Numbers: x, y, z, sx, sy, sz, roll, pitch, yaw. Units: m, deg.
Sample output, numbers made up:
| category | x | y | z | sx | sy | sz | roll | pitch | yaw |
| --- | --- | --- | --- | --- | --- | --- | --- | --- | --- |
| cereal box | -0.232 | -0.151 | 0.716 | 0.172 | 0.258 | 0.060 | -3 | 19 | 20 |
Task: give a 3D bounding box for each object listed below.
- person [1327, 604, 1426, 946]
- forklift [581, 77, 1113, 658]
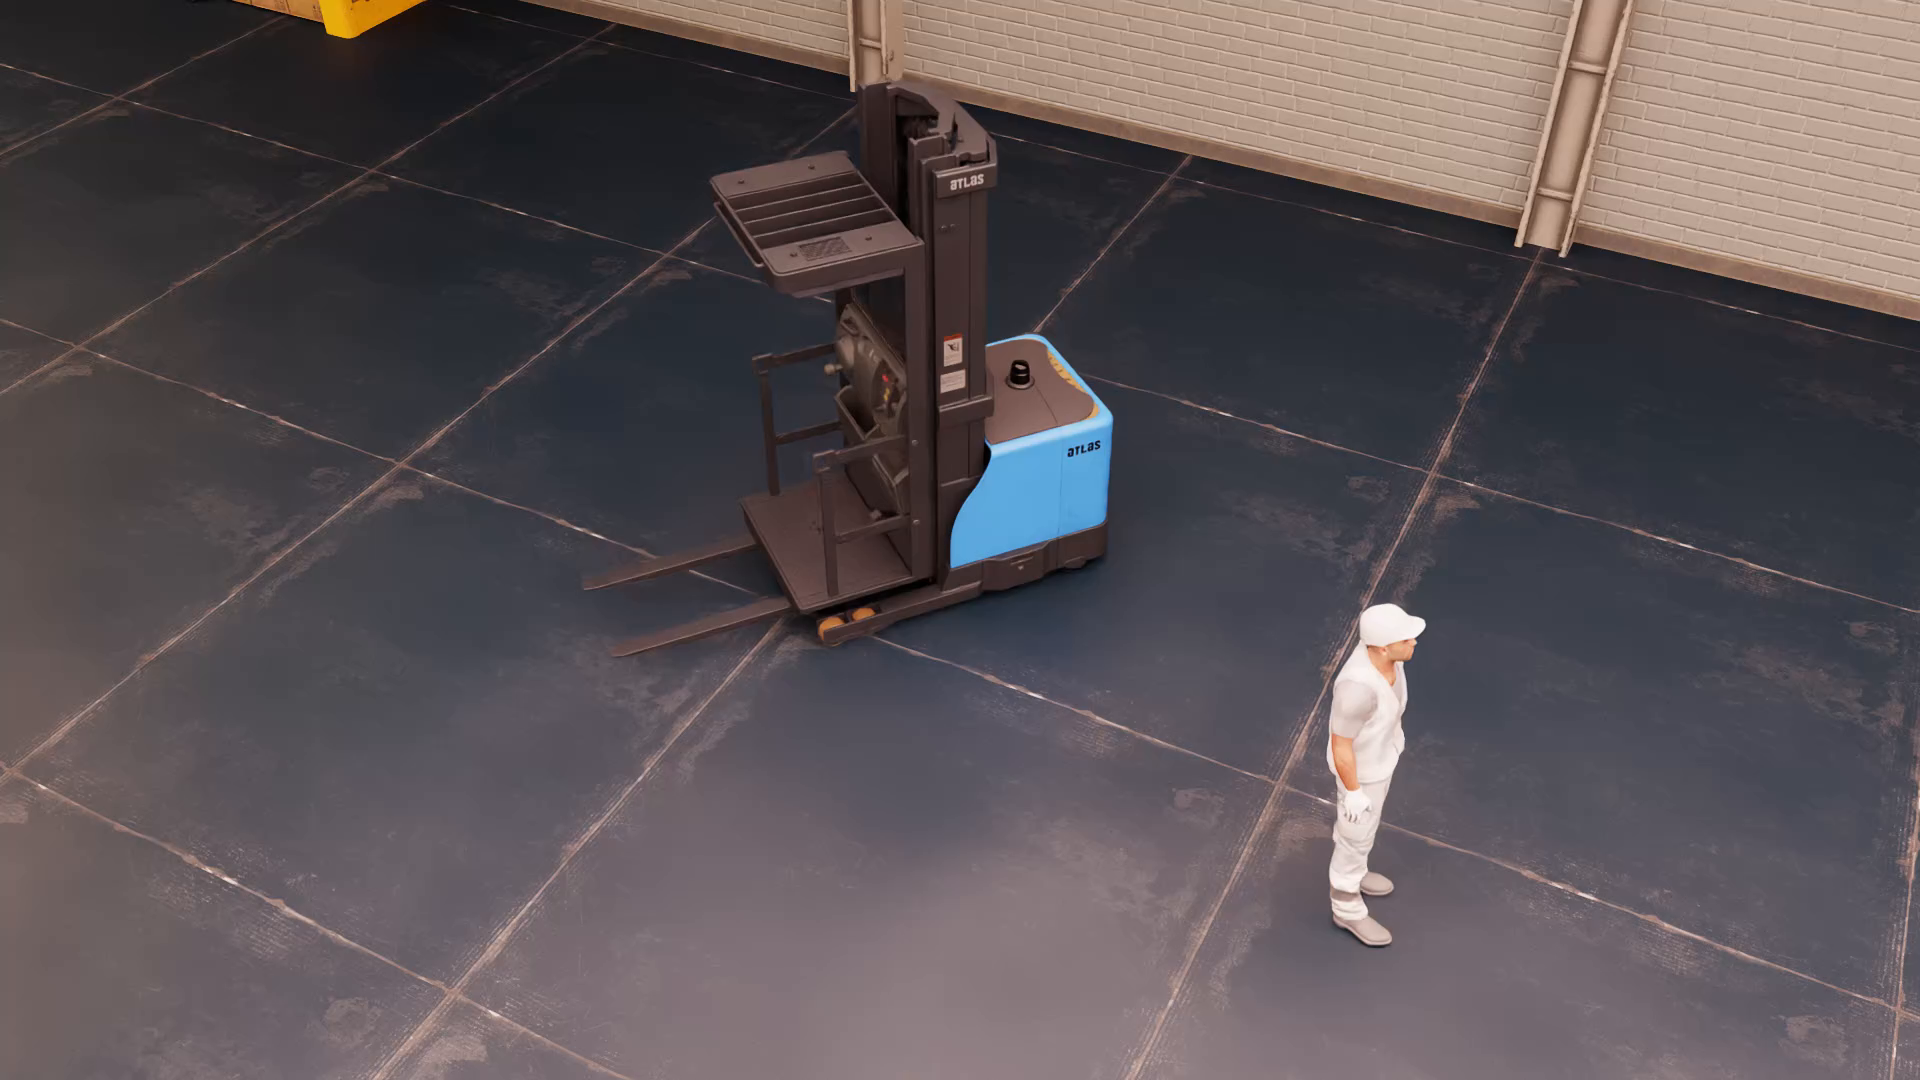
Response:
| category | x | y | z | sx | sy | sz | roll | pitch | yaw |
| --- | --- | --- | --- | --- | --- | --- | --- | --- | --- |
| person | 1.932 | 1.040 | 7.633 | 0.541 | 1.792 | 0.636 | 19 | 44 | 21 |
| forklift | -0.674 | -0.901 | 9.056 | 3.031 | 2.935 | 1.130 | -16 | 43 | -18 |
